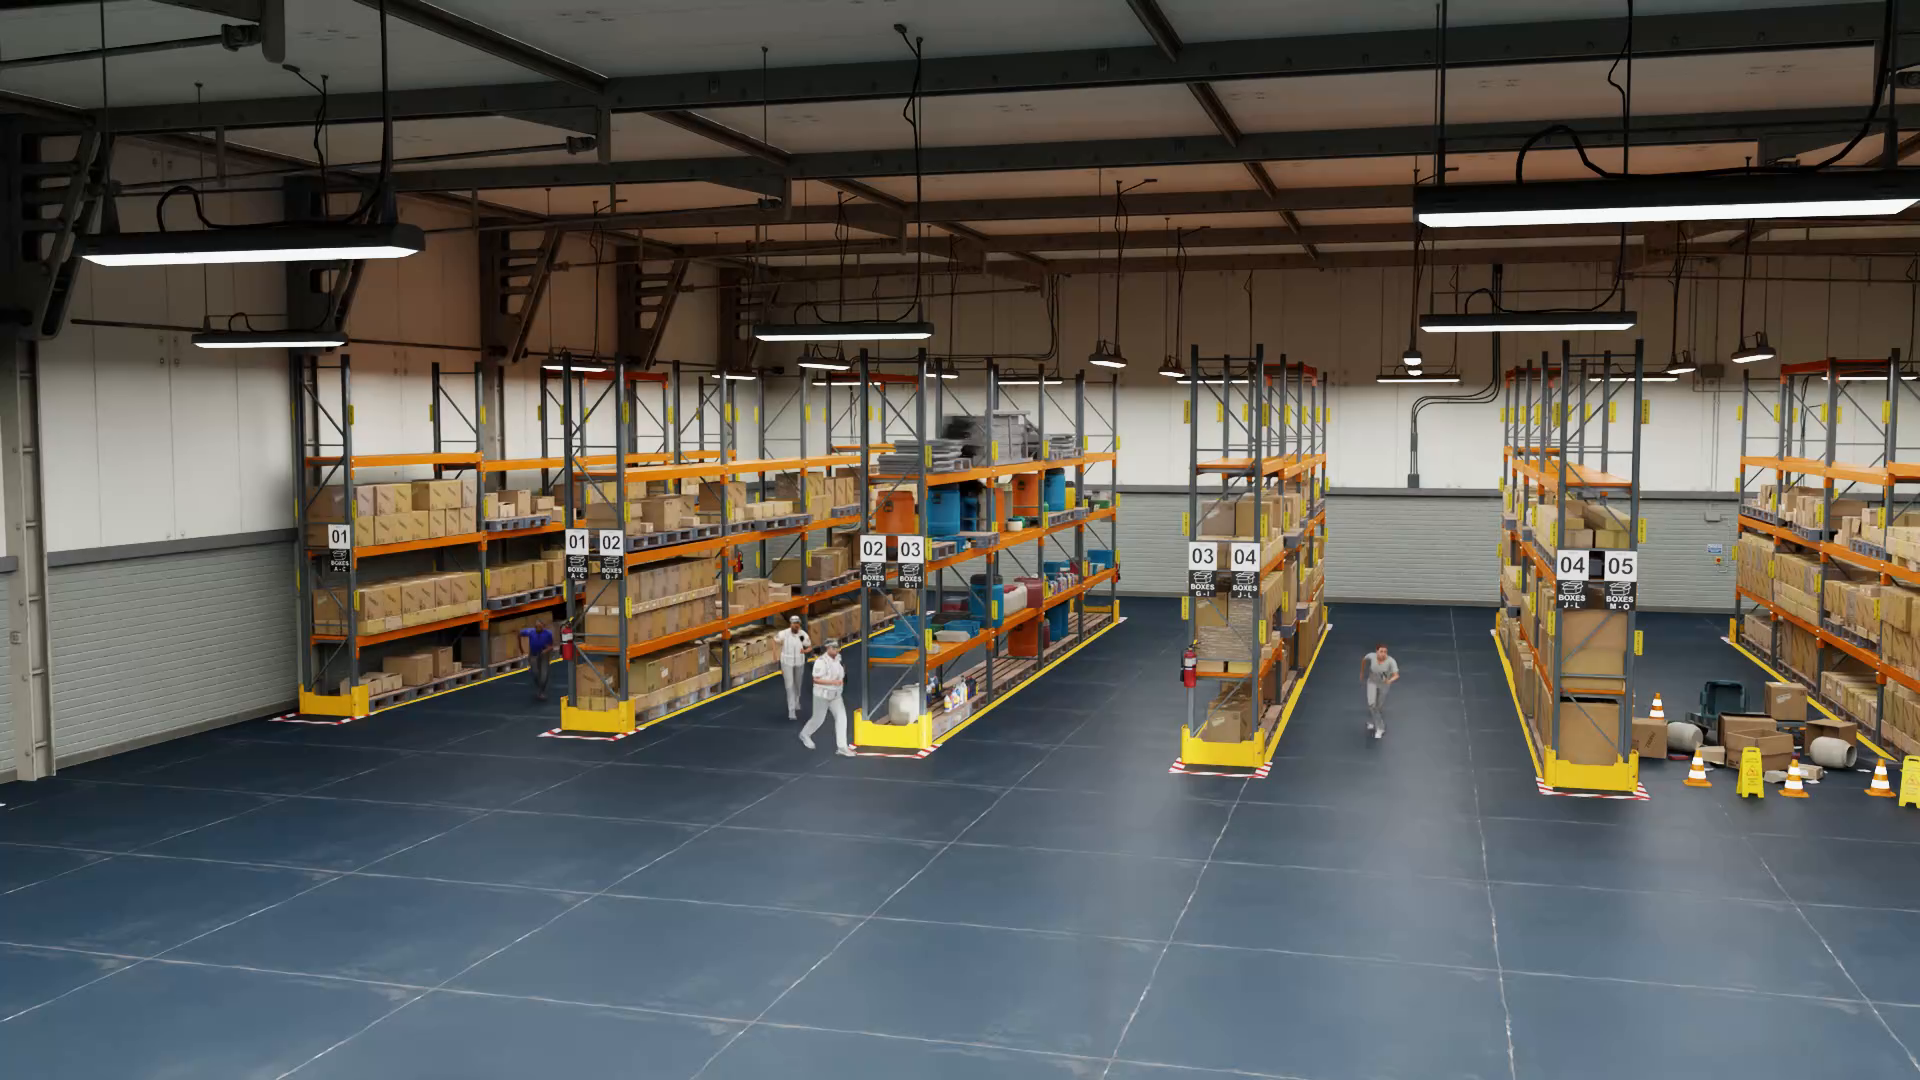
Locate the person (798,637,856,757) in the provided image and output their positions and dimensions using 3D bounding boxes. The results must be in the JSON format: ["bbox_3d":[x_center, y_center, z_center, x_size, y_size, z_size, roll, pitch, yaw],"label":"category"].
[{"bbox_3d":[-1.984,2.279,24.465,0.615,1.751,1.024,-4,6,-44],"label":"person"}]

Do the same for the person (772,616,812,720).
[{"bbox_3d":[-2.799,2.107,27.726,0.644,1.705,0.846,-1,4,-16],"label":"person"}]

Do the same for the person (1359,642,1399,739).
[{"bbox_3d":[6.521,2.296,25.906,0.566,1.489,1.060,1,4,10],"label":"person"}]

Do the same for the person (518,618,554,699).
[{"bbox_3d":[-7.406,2.085,29.054,0.613,1.488,0.834,-1,4,-13],"label":"person"}]
